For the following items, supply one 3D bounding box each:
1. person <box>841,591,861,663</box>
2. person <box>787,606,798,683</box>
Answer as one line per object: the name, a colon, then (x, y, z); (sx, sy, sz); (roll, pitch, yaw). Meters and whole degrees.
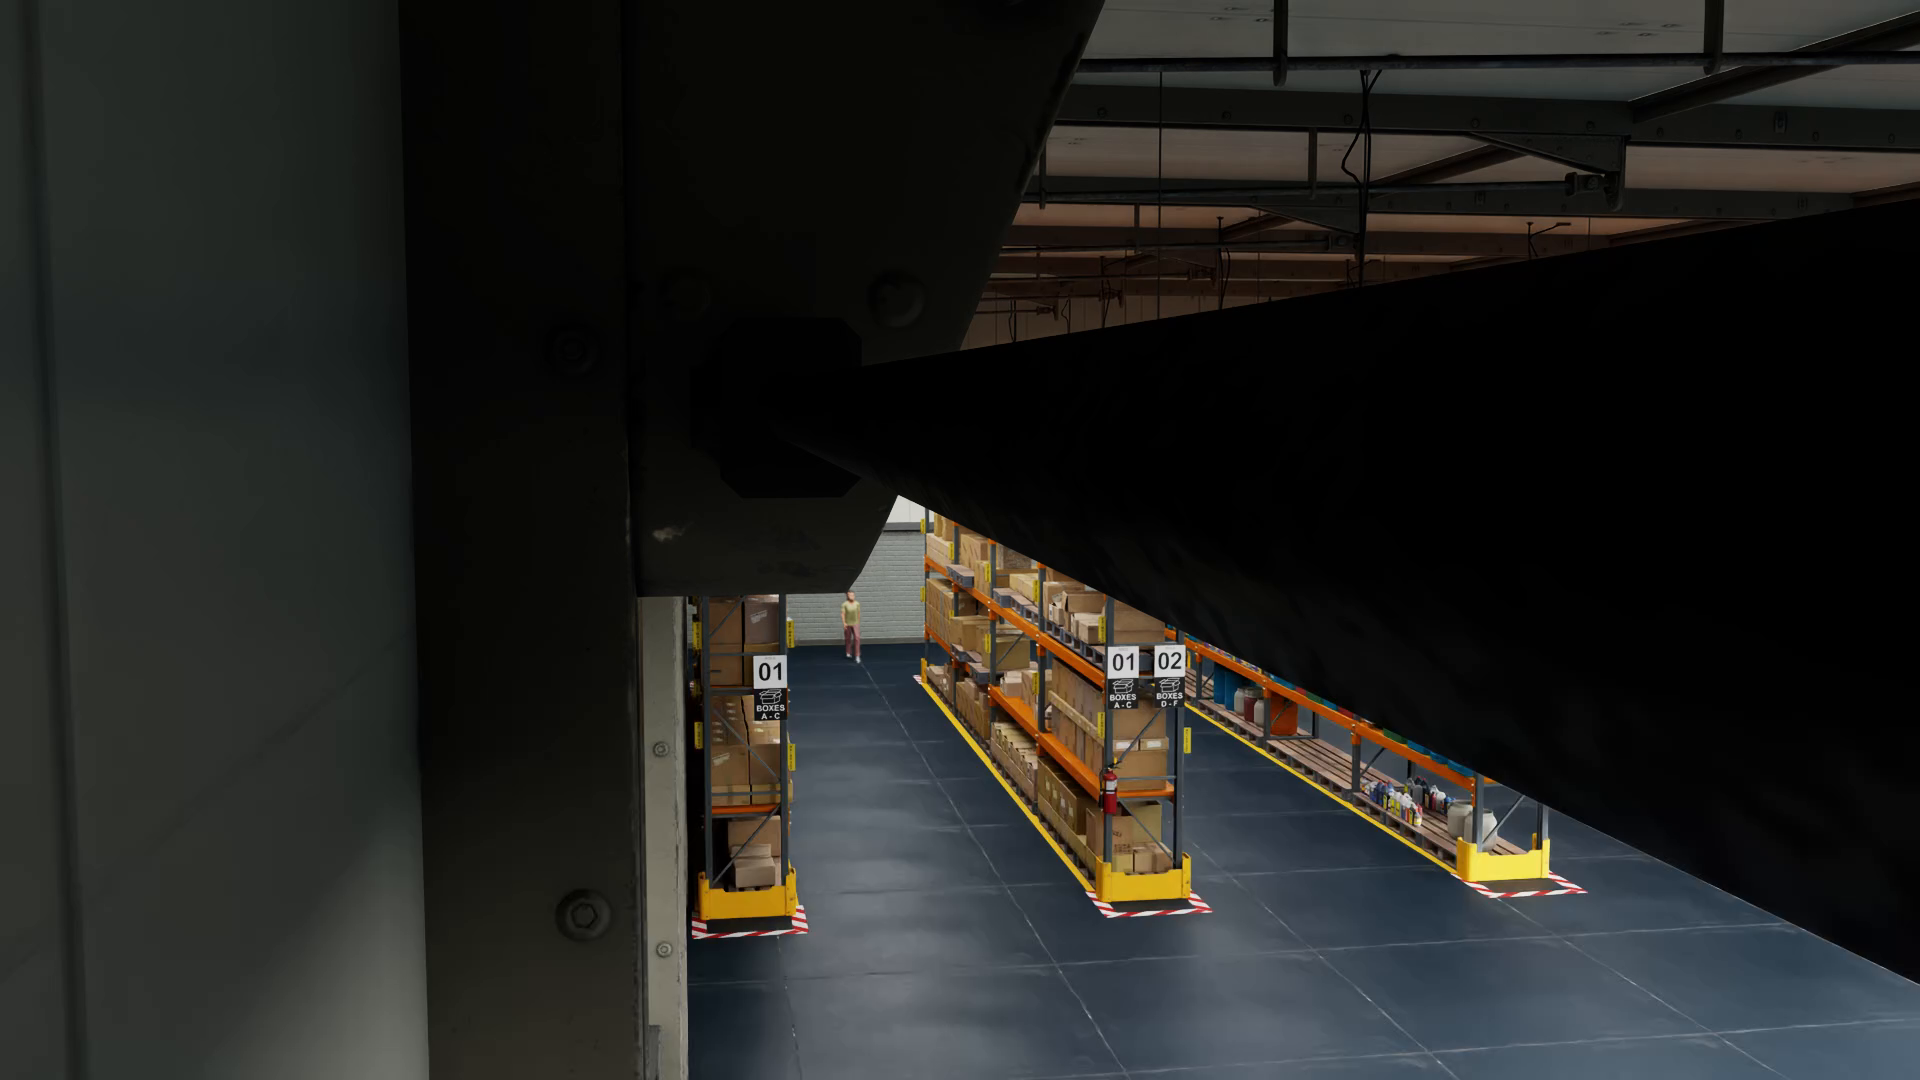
person: (-2.584, 2.037, 39.522); (0.465, 1.662, 0.894); (-1, 5, -13)
person: (-3.928, 2.270, 36.720); (0.622, 1.700, 0.768); (-3, 6, -31)
